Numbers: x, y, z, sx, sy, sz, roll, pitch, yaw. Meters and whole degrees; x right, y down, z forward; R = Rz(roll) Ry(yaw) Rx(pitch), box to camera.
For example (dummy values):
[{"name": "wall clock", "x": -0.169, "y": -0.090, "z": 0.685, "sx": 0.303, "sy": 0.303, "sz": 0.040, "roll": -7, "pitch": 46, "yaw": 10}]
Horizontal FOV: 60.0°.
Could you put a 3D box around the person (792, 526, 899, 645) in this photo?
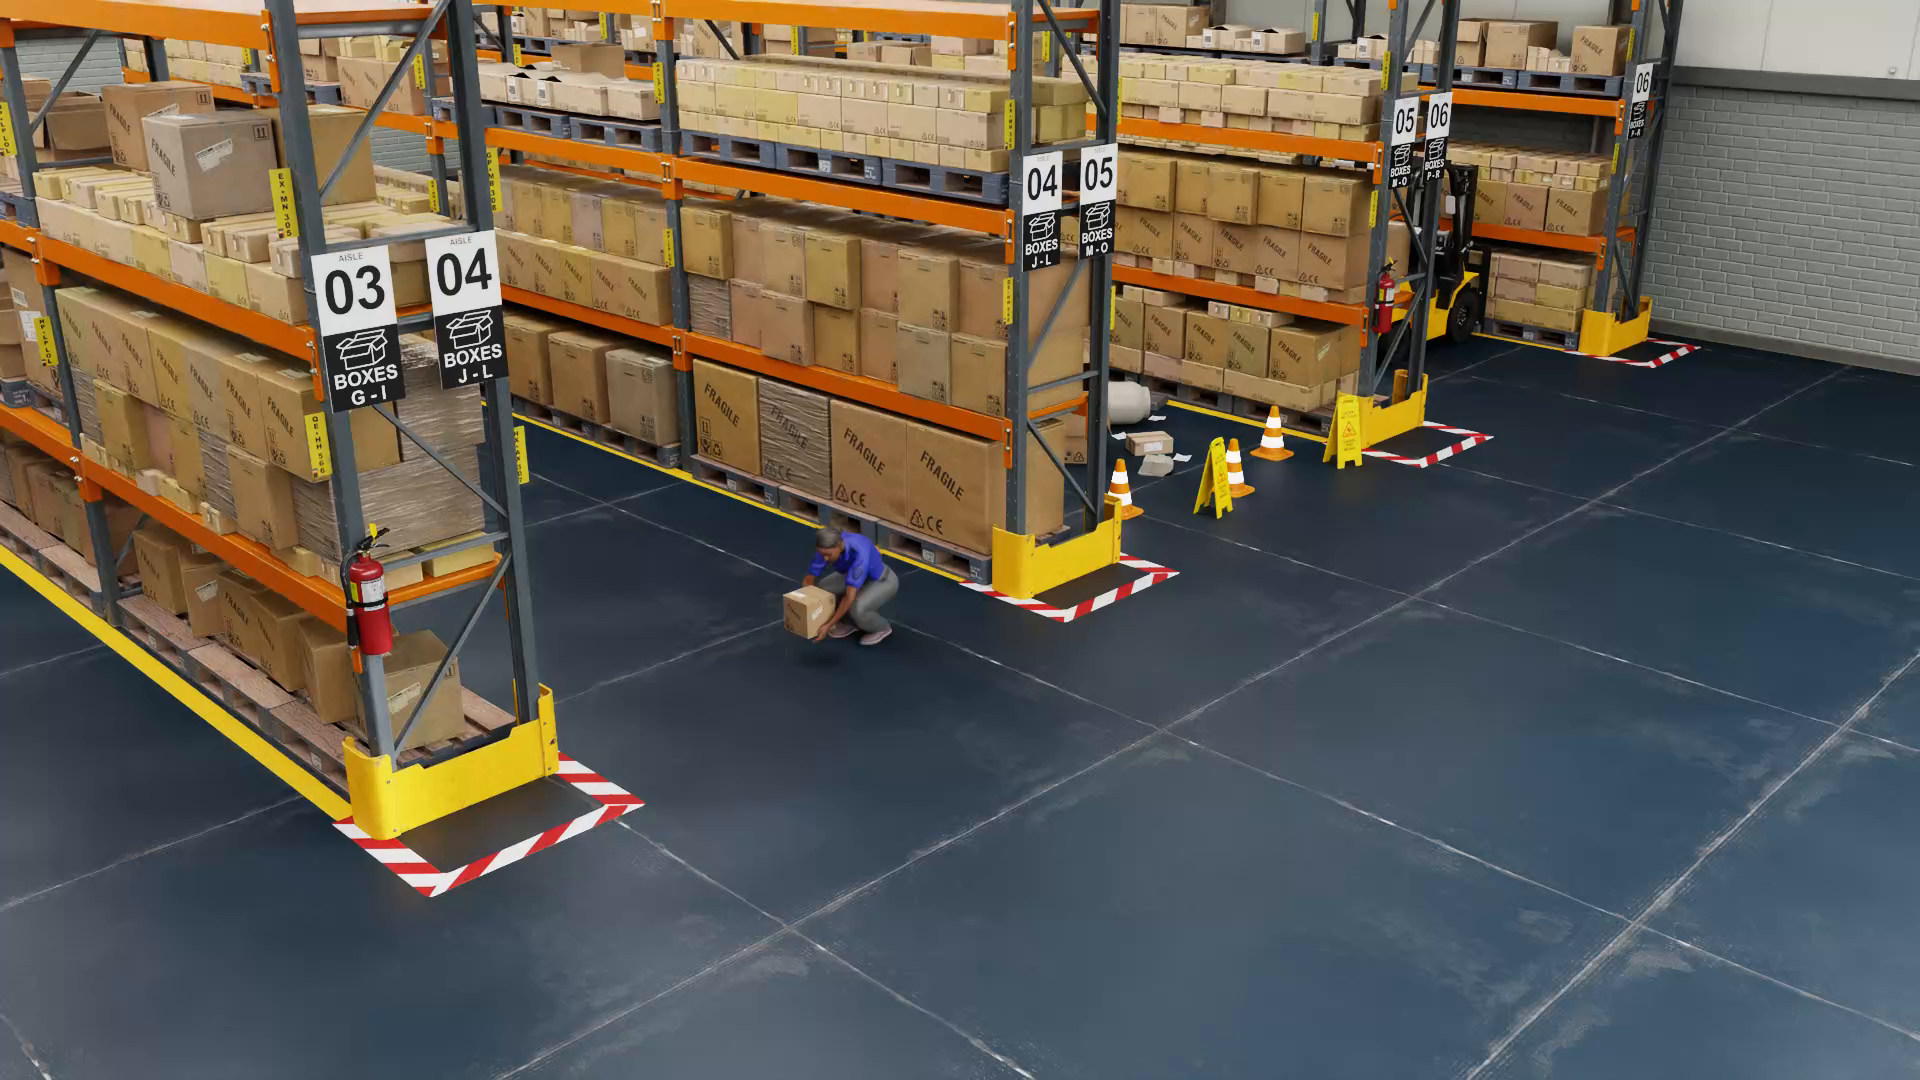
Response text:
[{"name": "person", "x": -0.777, "y": 0.284, "z": 11.400, "sx": 0.507, "sy": 0.919, "sz": 0.822, "roll": 19, "pitch": 28, "yaw": 41}]
